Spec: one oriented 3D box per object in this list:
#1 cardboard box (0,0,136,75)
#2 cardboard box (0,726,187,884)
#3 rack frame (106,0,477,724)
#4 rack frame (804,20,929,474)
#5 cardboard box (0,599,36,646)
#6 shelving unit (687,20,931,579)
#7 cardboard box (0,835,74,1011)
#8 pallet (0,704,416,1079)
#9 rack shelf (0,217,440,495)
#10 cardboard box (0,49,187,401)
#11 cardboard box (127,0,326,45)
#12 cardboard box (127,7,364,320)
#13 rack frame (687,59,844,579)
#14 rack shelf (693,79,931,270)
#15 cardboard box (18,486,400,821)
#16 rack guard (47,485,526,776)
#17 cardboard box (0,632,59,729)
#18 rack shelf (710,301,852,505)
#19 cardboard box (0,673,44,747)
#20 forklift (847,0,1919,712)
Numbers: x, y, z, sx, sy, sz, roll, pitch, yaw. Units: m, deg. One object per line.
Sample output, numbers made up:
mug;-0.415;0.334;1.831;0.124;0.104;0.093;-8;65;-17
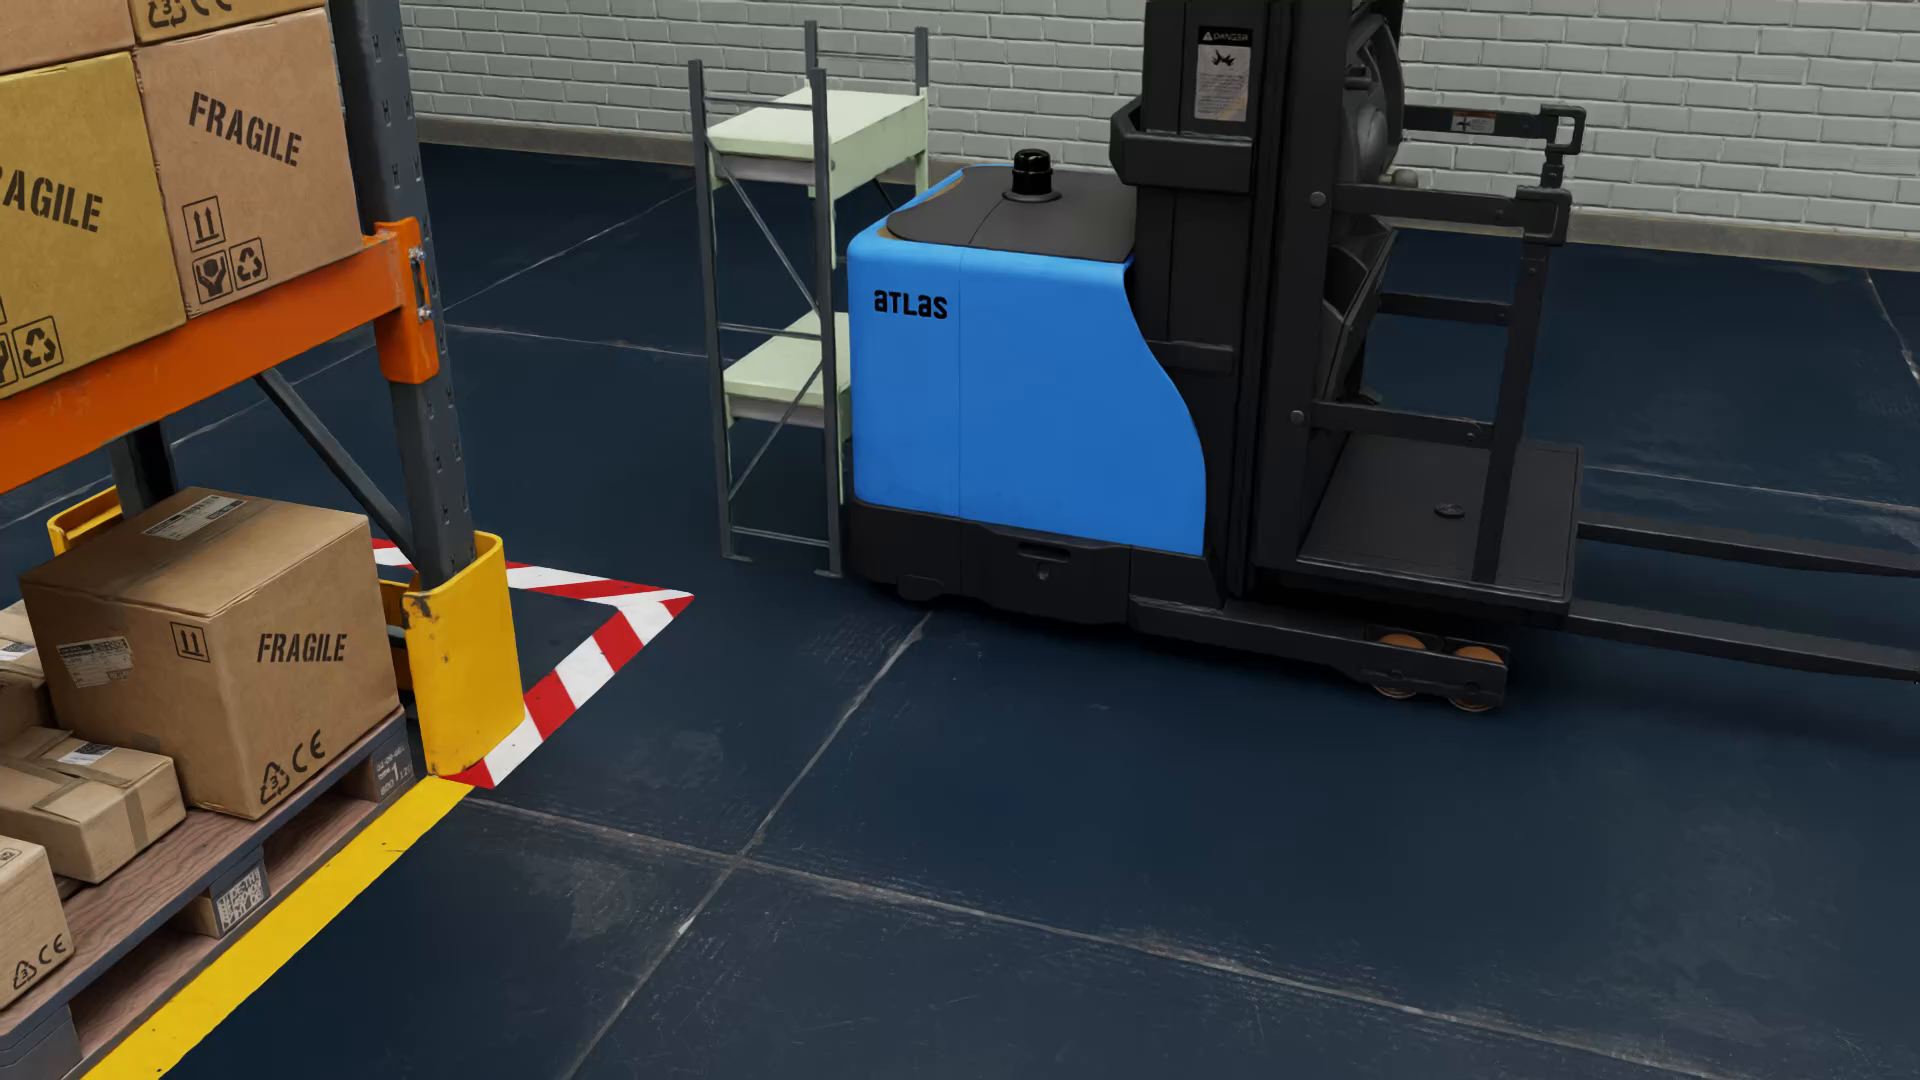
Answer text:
cardboard box;-1.746;-1.017;2.646;0.500;0.500;0.500;10;27;19
cardboard box;-1.858;0.537;3.444;0.380;0.166;0.250;9;27;17
rack frame;-1.690;-0.952;3.775;1.000;3.000;0.127;9;27;17
rack frame;-0.287;-0.890;5.368;0.400;1.500;0.023;9;27;18
cardboard box;-2.153;0.255;4.048;0.380;0.149;0.250;9;27;17
shelving unit;-0.415;-0.741;5.059;0.431;1.500;0.755;9;27;18
cardboard box;-1.983;0.732;2.946;0.500;0.250;0.500;9;27;17
pallet;-1.979;0.662;3.641;1.003;0.211;1.213;9;27;17
rack shelf;-2.355;0.193;2.234;1.077;0.370;4.000;9;27;17
cardboard box;-1.751;-0.560;2.850;0.500;0.500;0.500;9;27;18
cardboard box;-1.579;-1.225;3.075;0.500;0.500;0.500;9;27;17
cardboard box;-1.582;-0.774;3.291;0.500;0.500;0.500;10;27;19
rack frame;-0.543;-0.592;4.751;0.400;1.500;0.023;9;27;18
rack shelf;-0.415;-1.092;4.889;0.431;0.370;0.720;9;27;18
cardboard box;-1.638;0.234;3.688;0.500;0.500;0.500;9;27;17
rack guard;-1.715;0.204;4.255;1.175;0.500;0.348;9;27;17
cardboard box;-2.236;0.350;3.832;0.380;0.166;0.250;9;27;17
rack shelf;-0.415;-0.448;5.201;0.431;0.370;0.720;9;27;18
cardboard box;-2.305;0.475;3.477;0.500;0.250;0.500;9;27;17
forklift;1.250;-1.134;4.229;3.031;2.935;1.130;9;27;18
